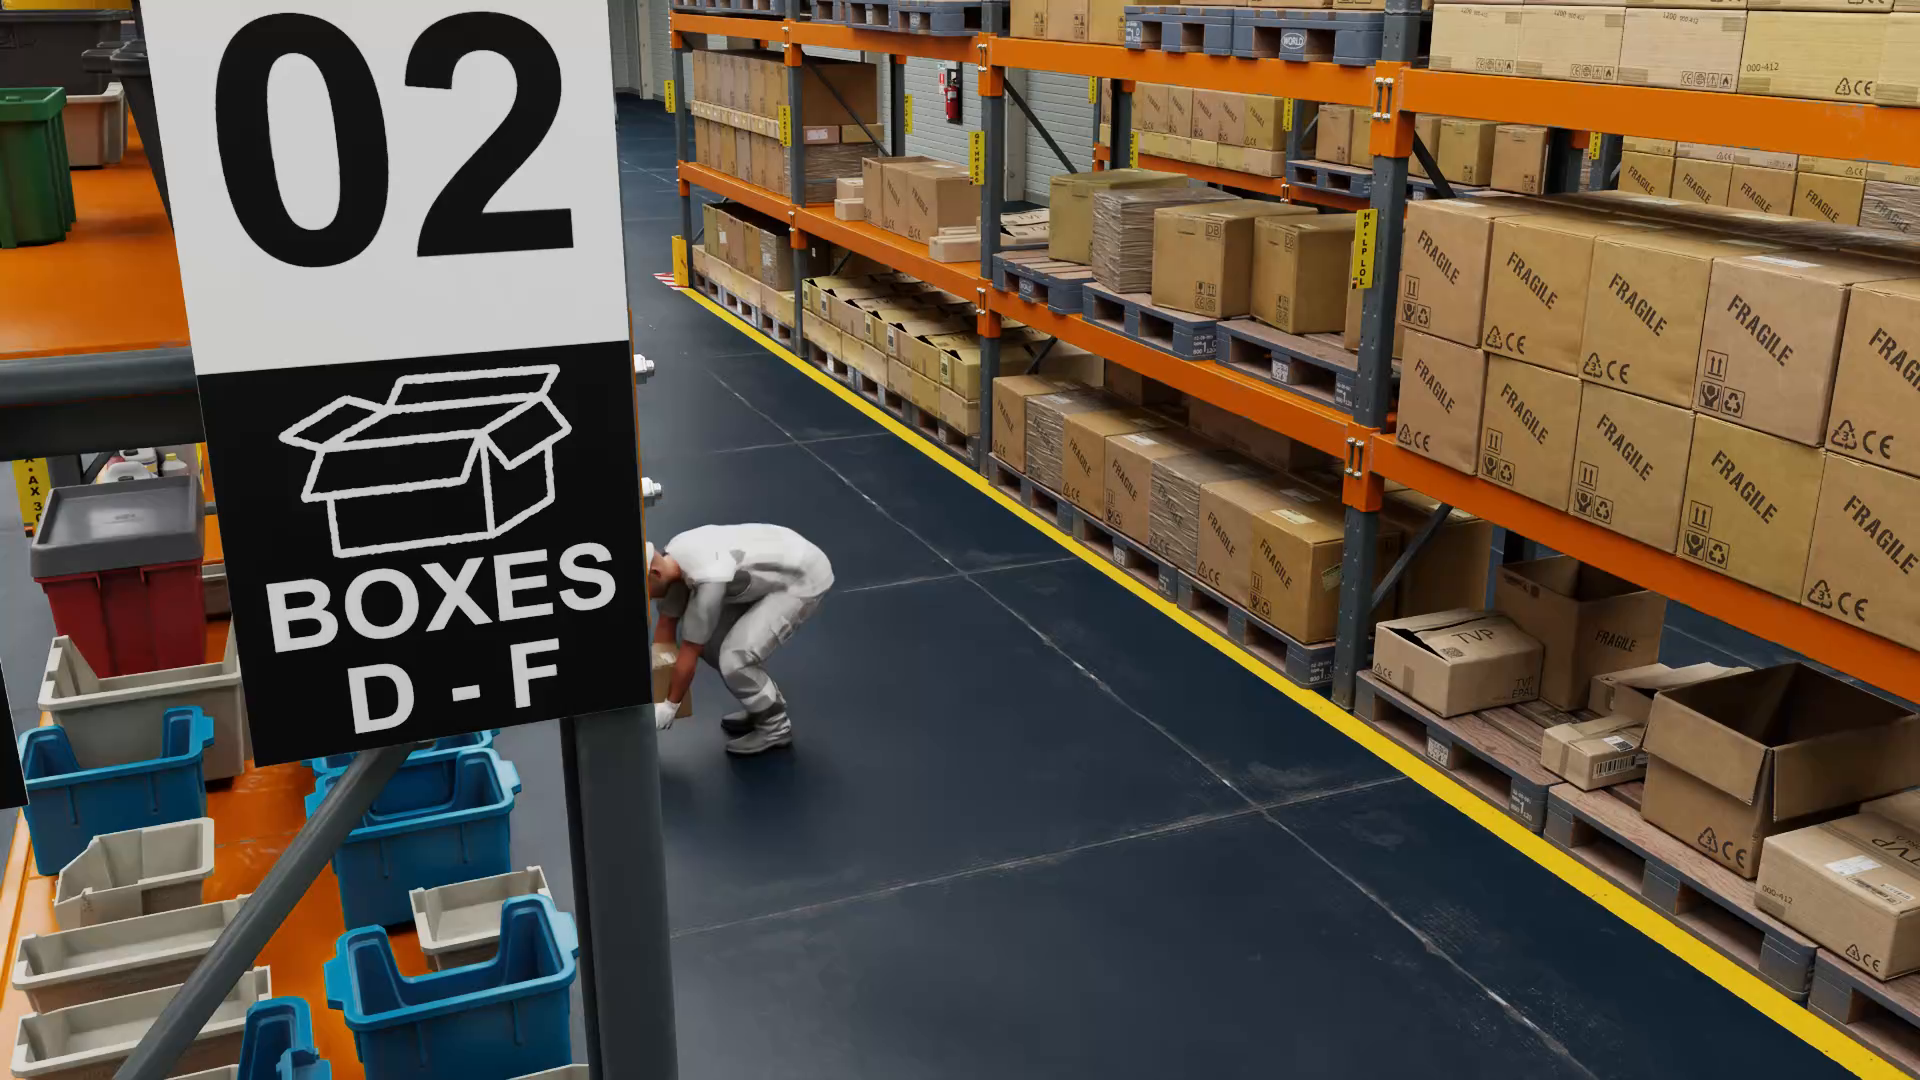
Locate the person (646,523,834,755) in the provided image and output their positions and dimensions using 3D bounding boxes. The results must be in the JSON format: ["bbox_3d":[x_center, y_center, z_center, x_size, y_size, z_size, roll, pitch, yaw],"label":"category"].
[{"bbox_3d":[-1.003,0.412,7.043,0.955,0.995,0.525,-9,21,-24],"label":"person"}]
